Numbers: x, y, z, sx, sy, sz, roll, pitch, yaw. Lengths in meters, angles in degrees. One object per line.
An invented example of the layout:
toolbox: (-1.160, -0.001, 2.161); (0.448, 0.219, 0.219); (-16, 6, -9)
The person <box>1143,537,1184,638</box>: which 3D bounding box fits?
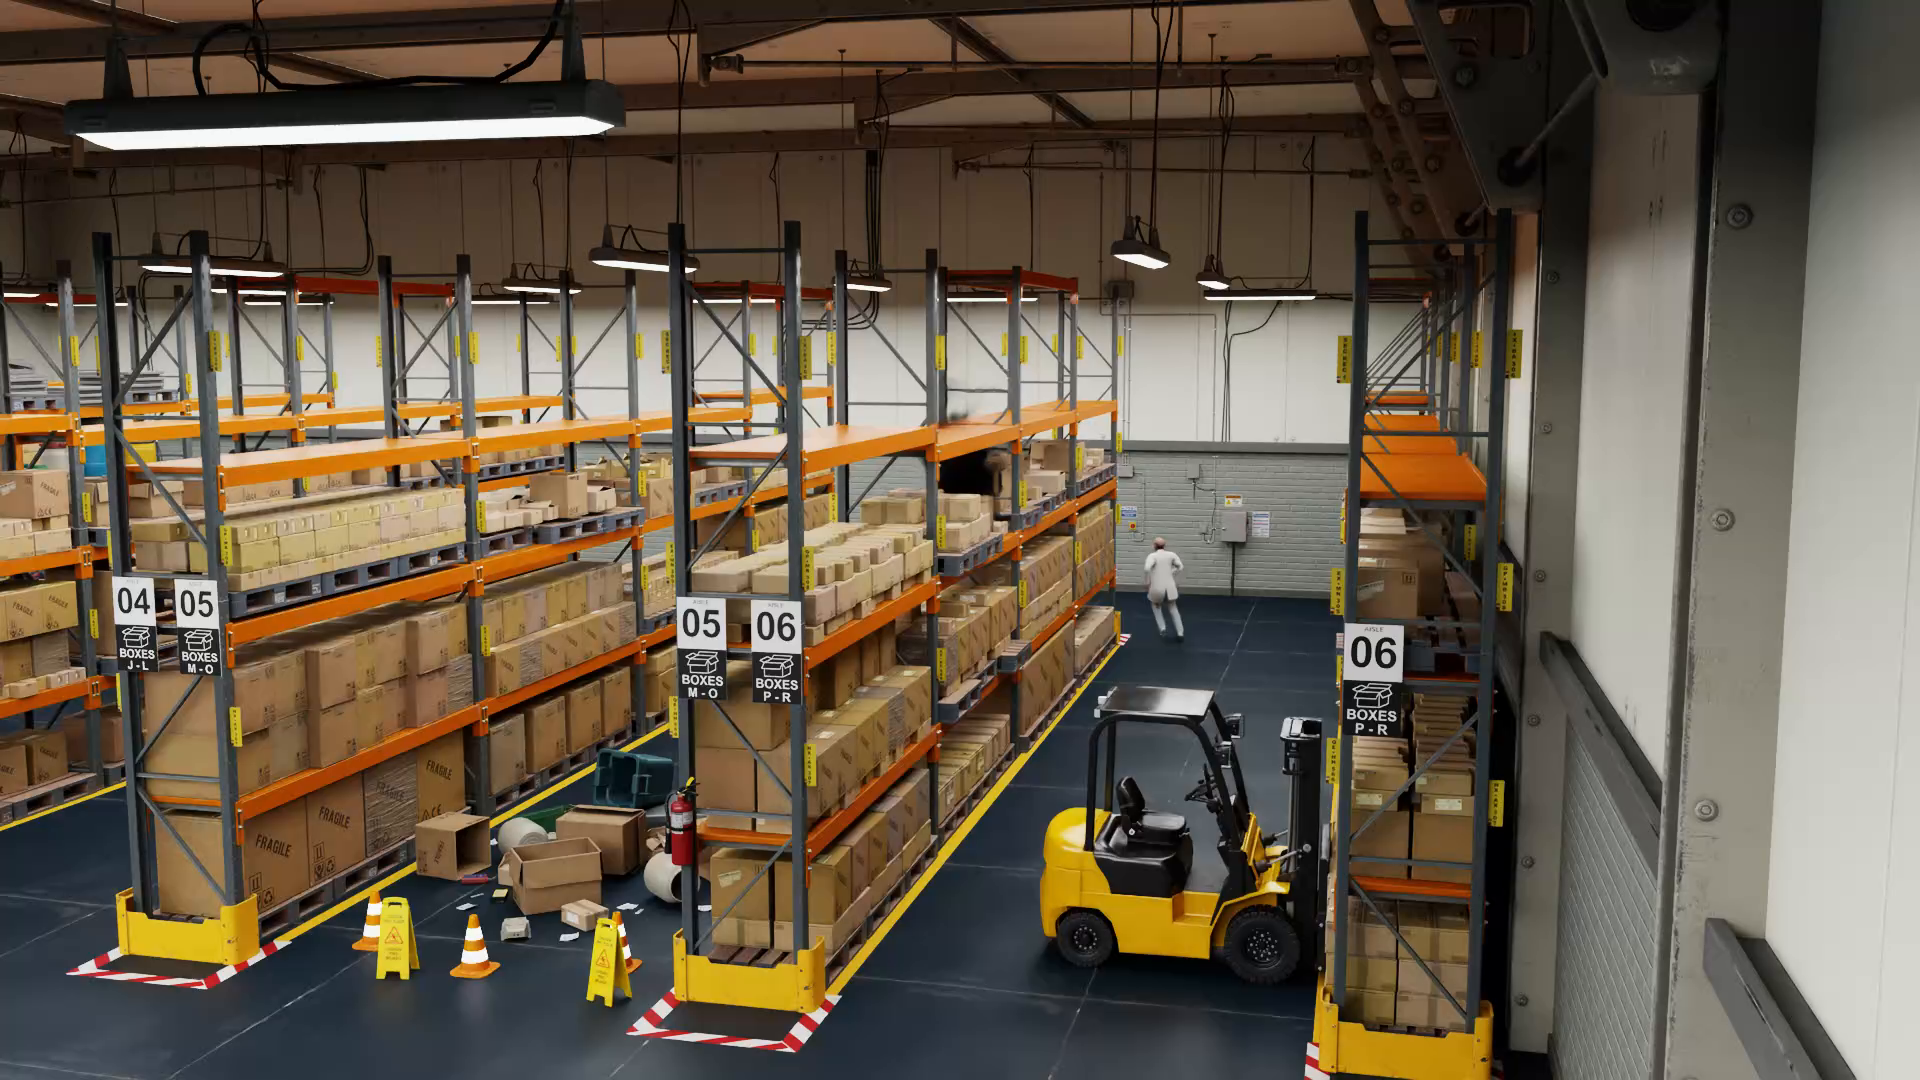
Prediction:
person: (3.449, 0.851, 28.407); (0.764, 1.808, 0.748); (-1, 7, -11)
